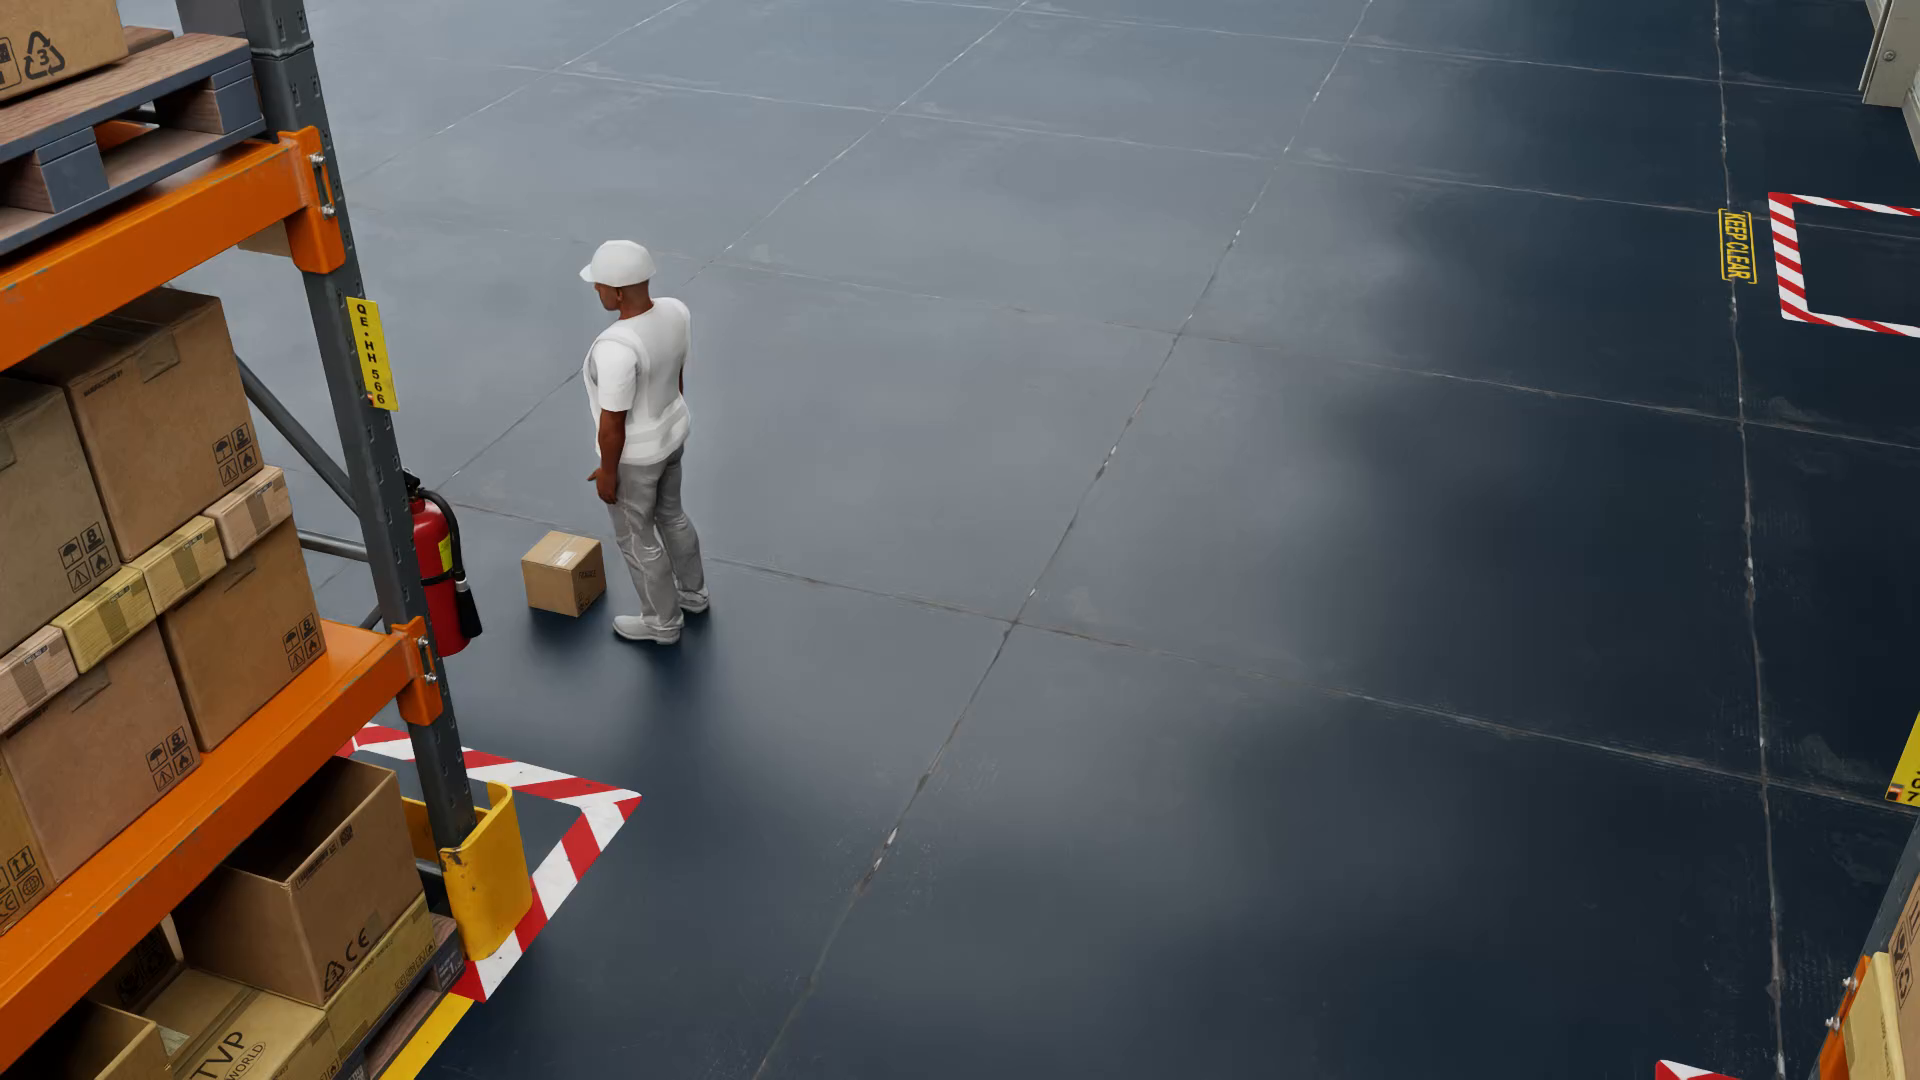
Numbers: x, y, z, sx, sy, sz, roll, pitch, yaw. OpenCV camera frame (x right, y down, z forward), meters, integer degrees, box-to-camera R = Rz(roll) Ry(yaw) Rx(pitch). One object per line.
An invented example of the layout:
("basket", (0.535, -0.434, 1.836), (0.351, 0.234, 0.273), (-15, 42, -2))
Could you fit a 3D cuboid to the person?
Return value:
("person", (-1.279, -0.383, 6.710), (0.358, 1.763, 0.565), (12, 35, 18))
